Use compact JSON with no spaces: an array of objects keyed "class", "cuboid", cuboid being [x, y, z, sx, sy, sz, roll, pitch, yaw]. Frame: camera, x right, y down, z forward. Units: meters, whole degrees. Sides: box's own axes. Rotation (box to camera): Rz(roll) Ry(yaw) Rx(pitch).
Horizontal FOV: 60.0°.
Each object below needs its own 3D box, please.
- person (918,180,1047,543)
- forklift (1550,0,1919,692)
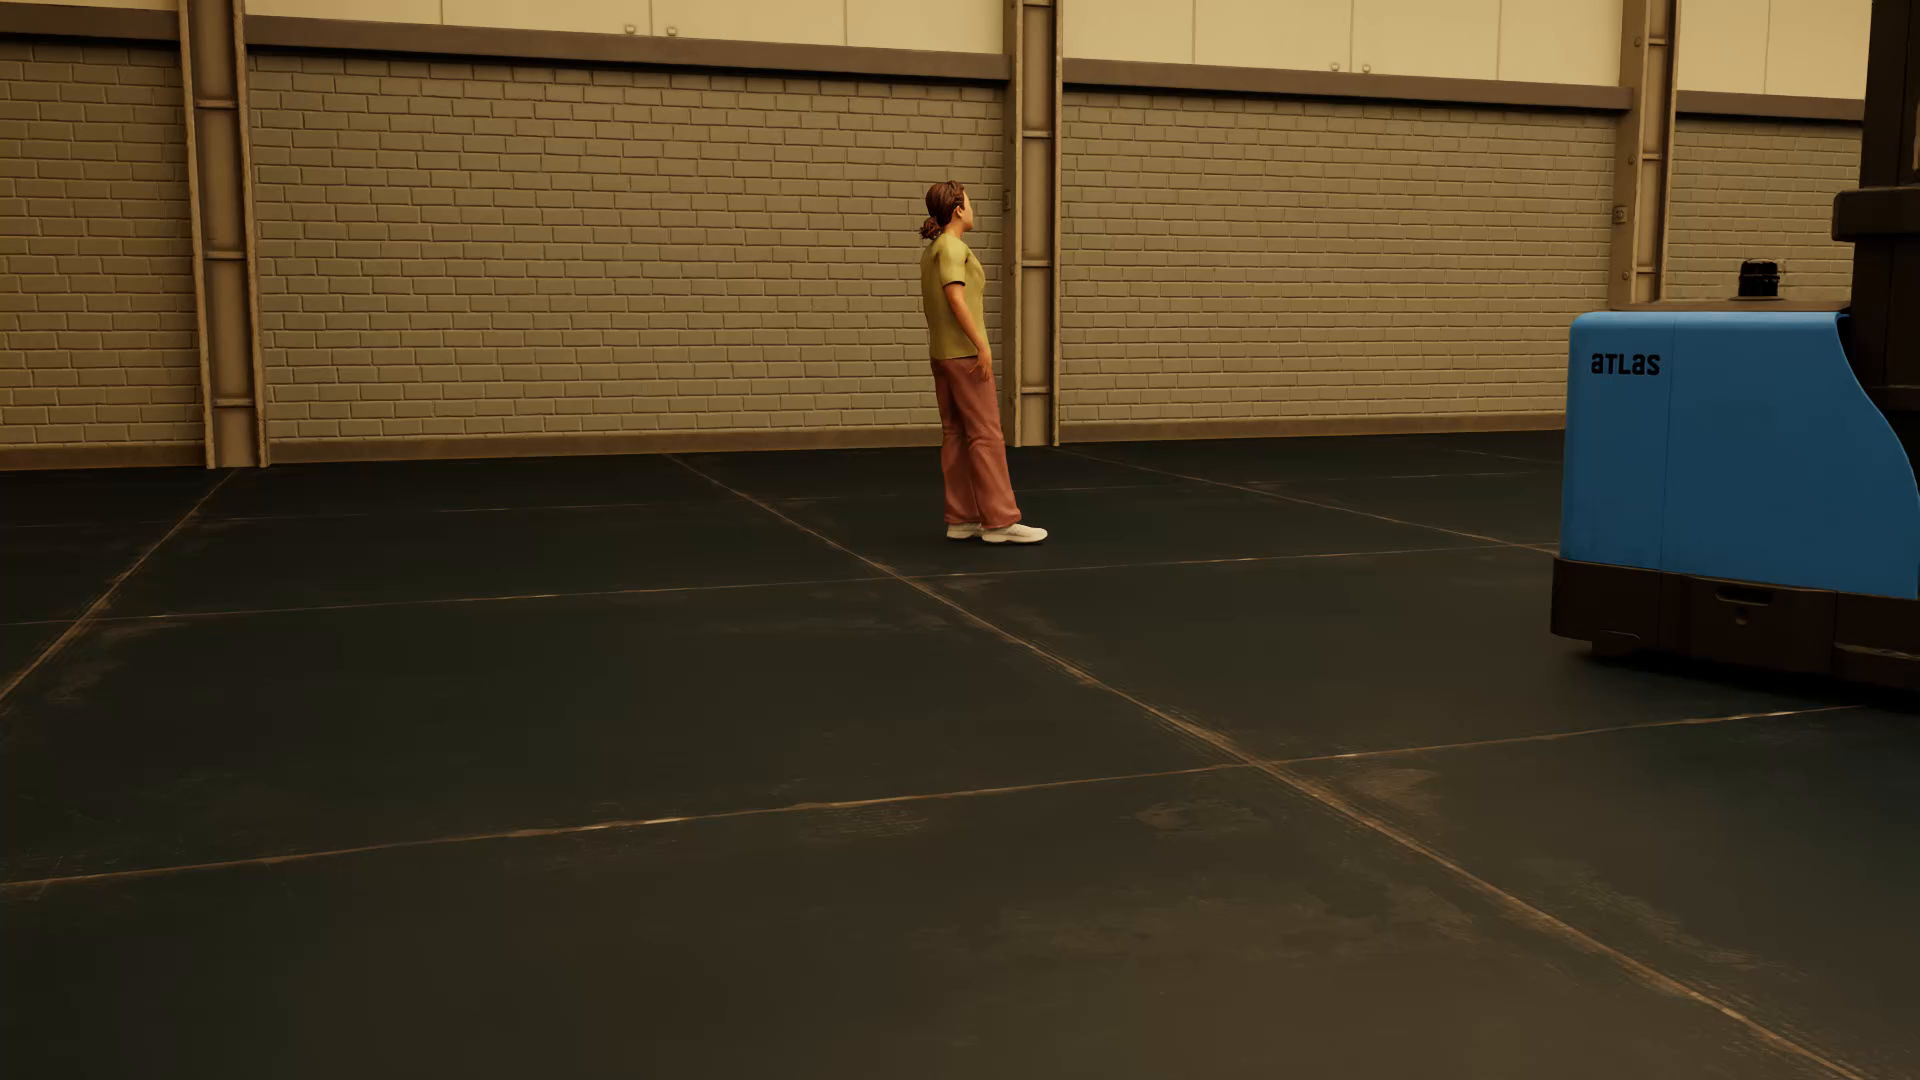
[{"class":"person","cuboid":[0.074,-0.839,7.822,0.548,1.673,0.553,-3,8,-18]},{"class":"forklift","cuboid":[3.235,-0.987,4.301,1.130,2.935,3.031,-7,11,-43]}]
